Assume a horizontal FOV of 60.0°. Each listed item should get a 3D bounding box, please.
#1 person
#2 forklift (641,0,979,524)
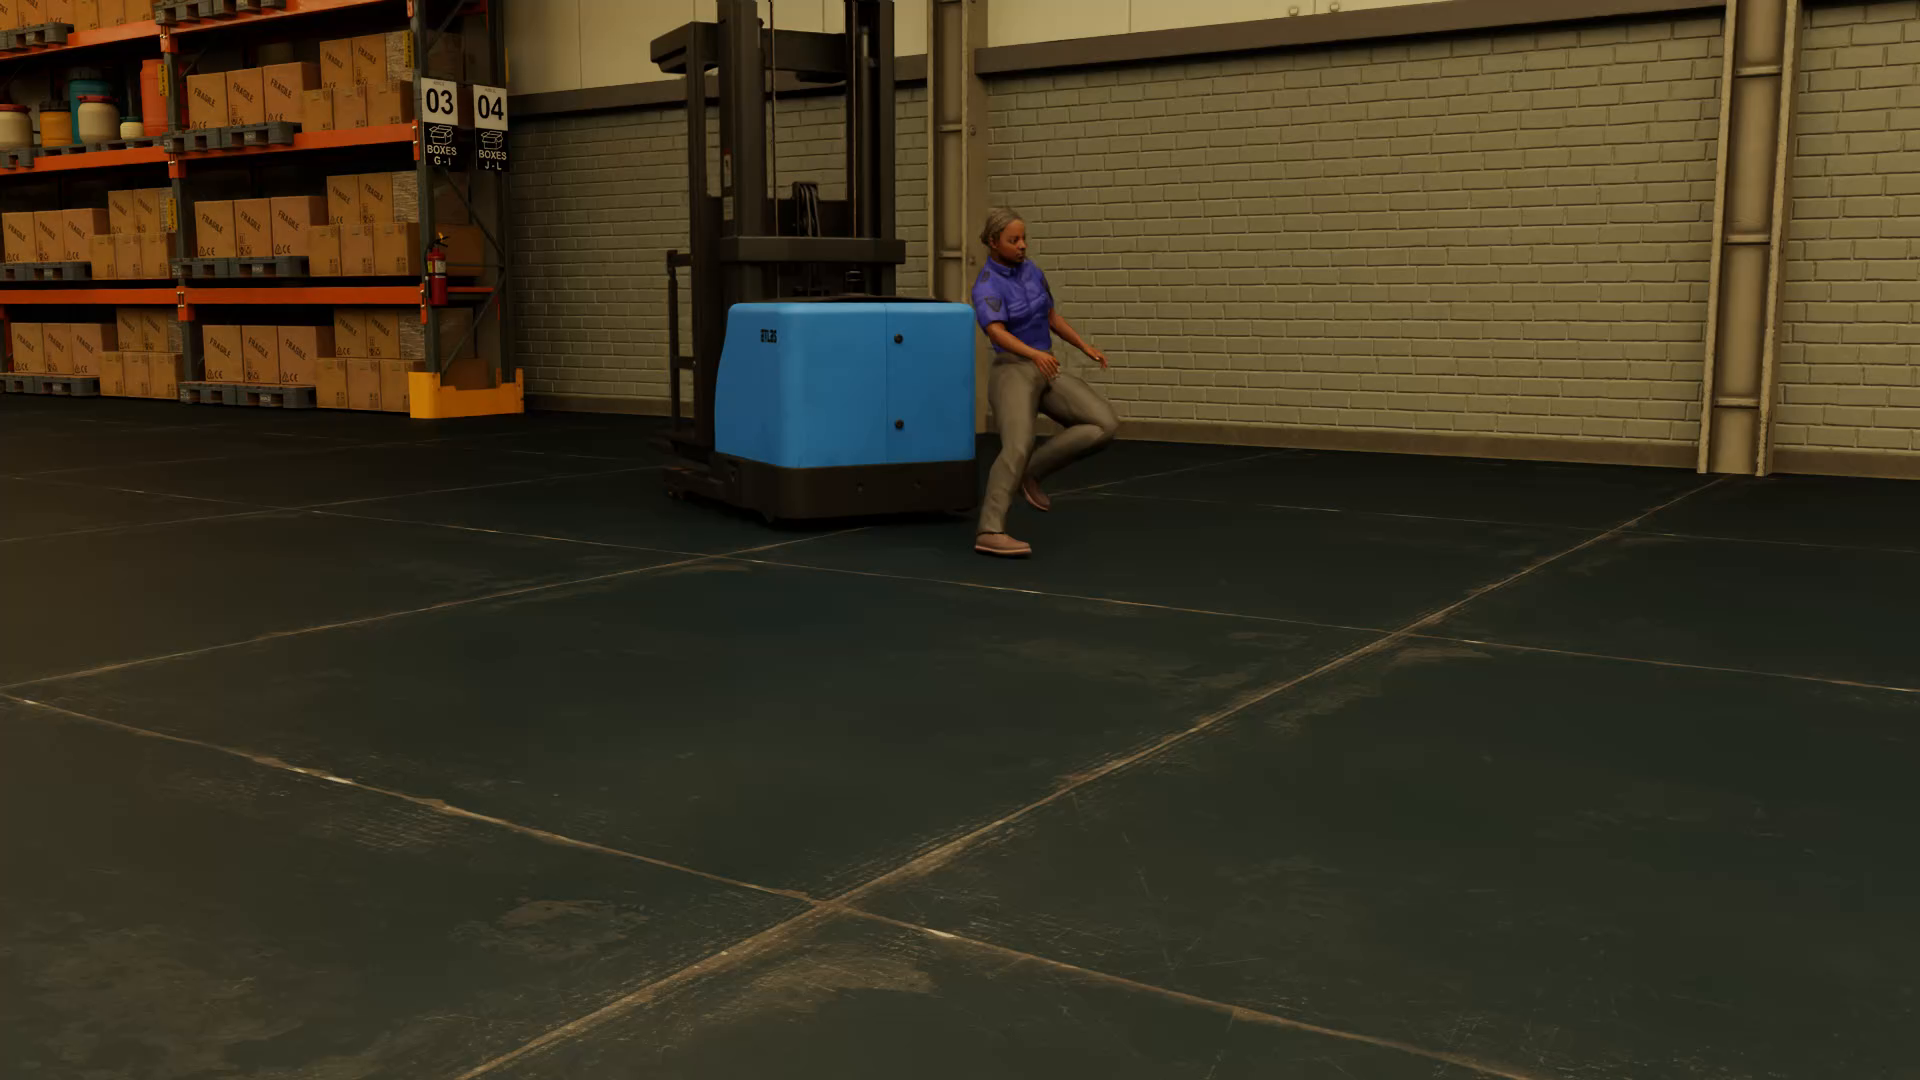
[{"bbox_3d":[0.347,-0.714,7.310,0.683,1.484,0.752,8,11,44],"label":"person"},{"bbox_3d":[-1.023,-1.696,9.119,1.130,2.935,3.031,-4,9,-27],"label":"forklift"}]
